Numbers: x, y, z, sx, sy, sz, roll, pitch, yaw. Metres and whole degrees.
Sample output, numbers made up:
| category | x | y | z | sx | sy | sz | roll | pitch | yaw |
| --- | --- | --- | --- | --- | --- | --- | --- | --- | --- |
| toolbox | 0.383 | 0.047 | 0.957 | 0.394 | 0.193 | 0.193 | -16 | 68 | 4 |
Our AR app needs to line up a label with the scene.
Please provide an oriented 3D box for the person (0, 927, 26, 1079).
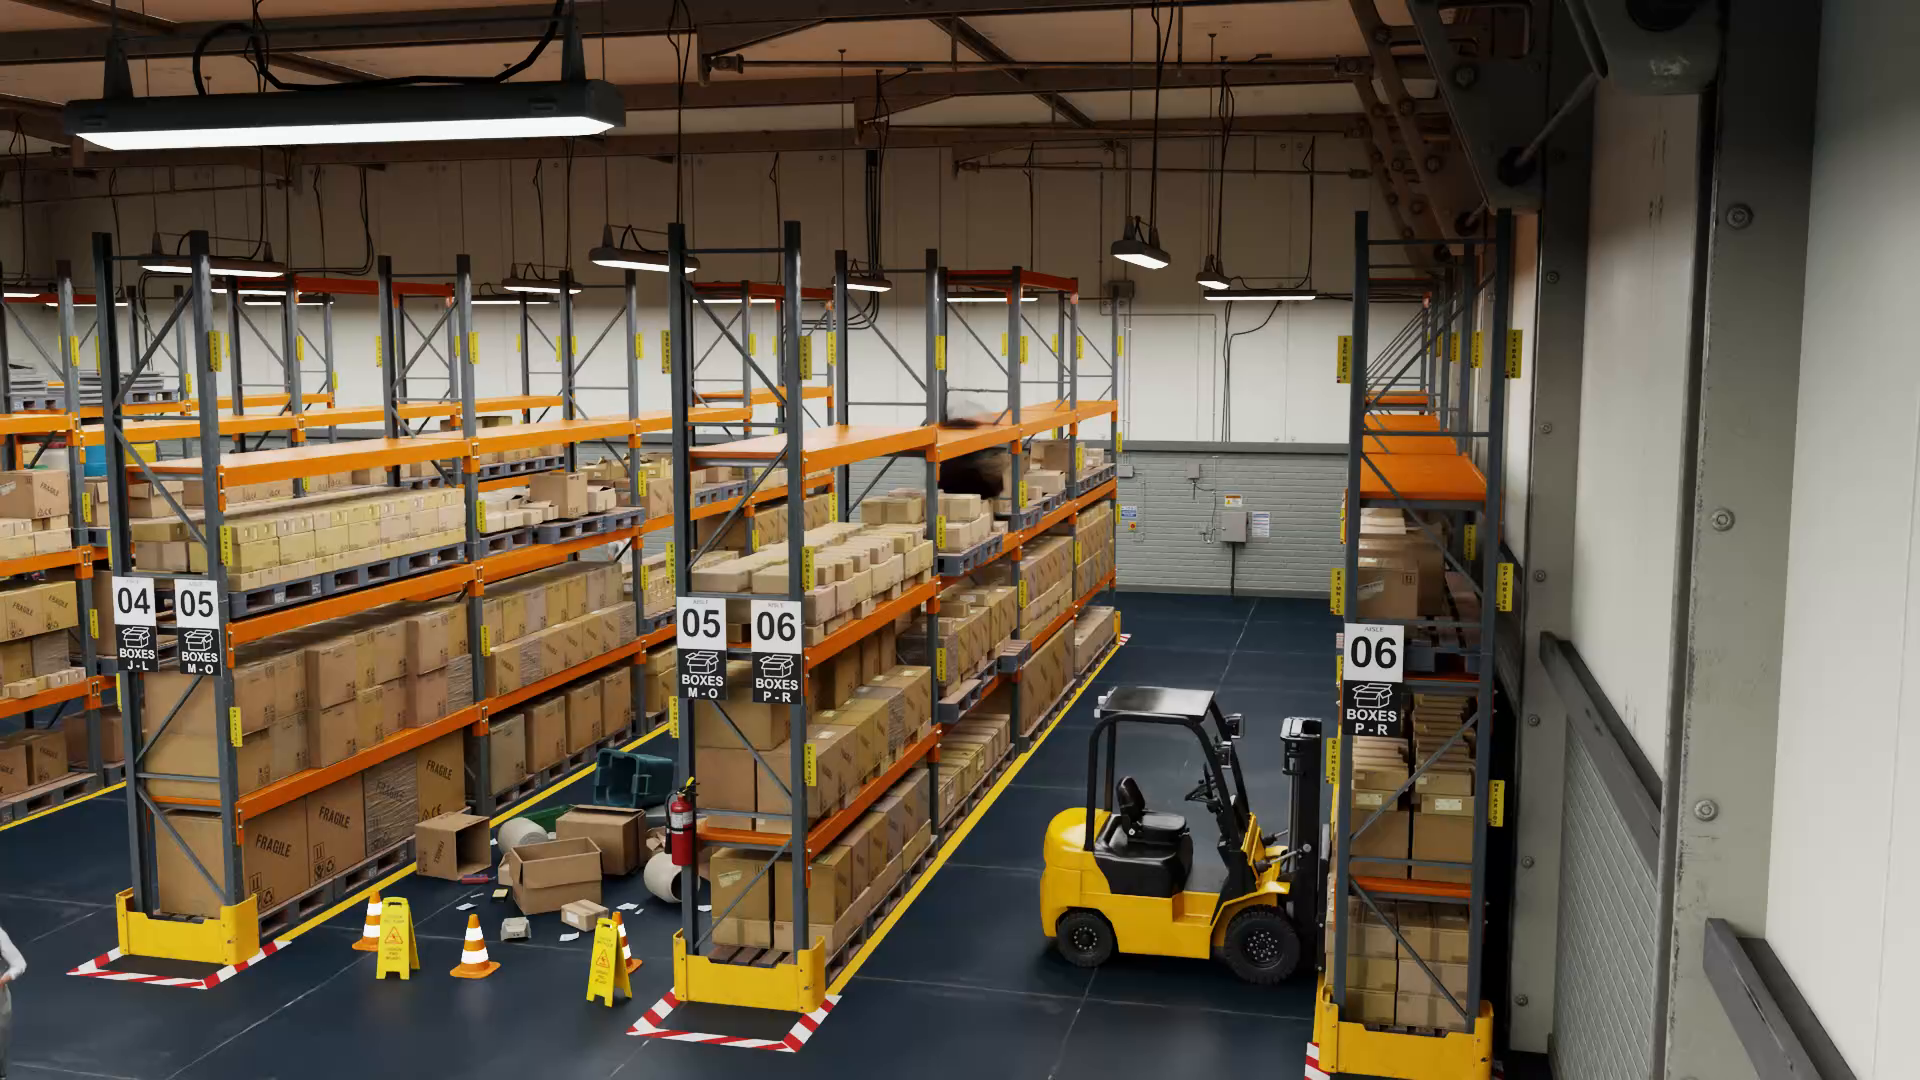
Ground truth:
| category | x | y | z | sx | sy | sz | roll | pitch | yaw |
| --- | --- | --- | --- | --- | --- | --- | --- | --- | --- |
| person | -6.331 | 3.070 | 10.793 | 0.526 | 1.606 | 0.815 | -2 | 7 | -19 |

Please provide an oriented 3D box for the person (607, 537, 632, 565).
| category | x | y | z | sx | sy | sz | roll | pitch | yaw |
| --- | --- | --- | --- | --- | --- | --- | --- | --- | --- |
| person | -6.208 | 0.534 | 30.923 | 0.572 | 1.721 | 0.682 | 7 | 10 | 44 |
